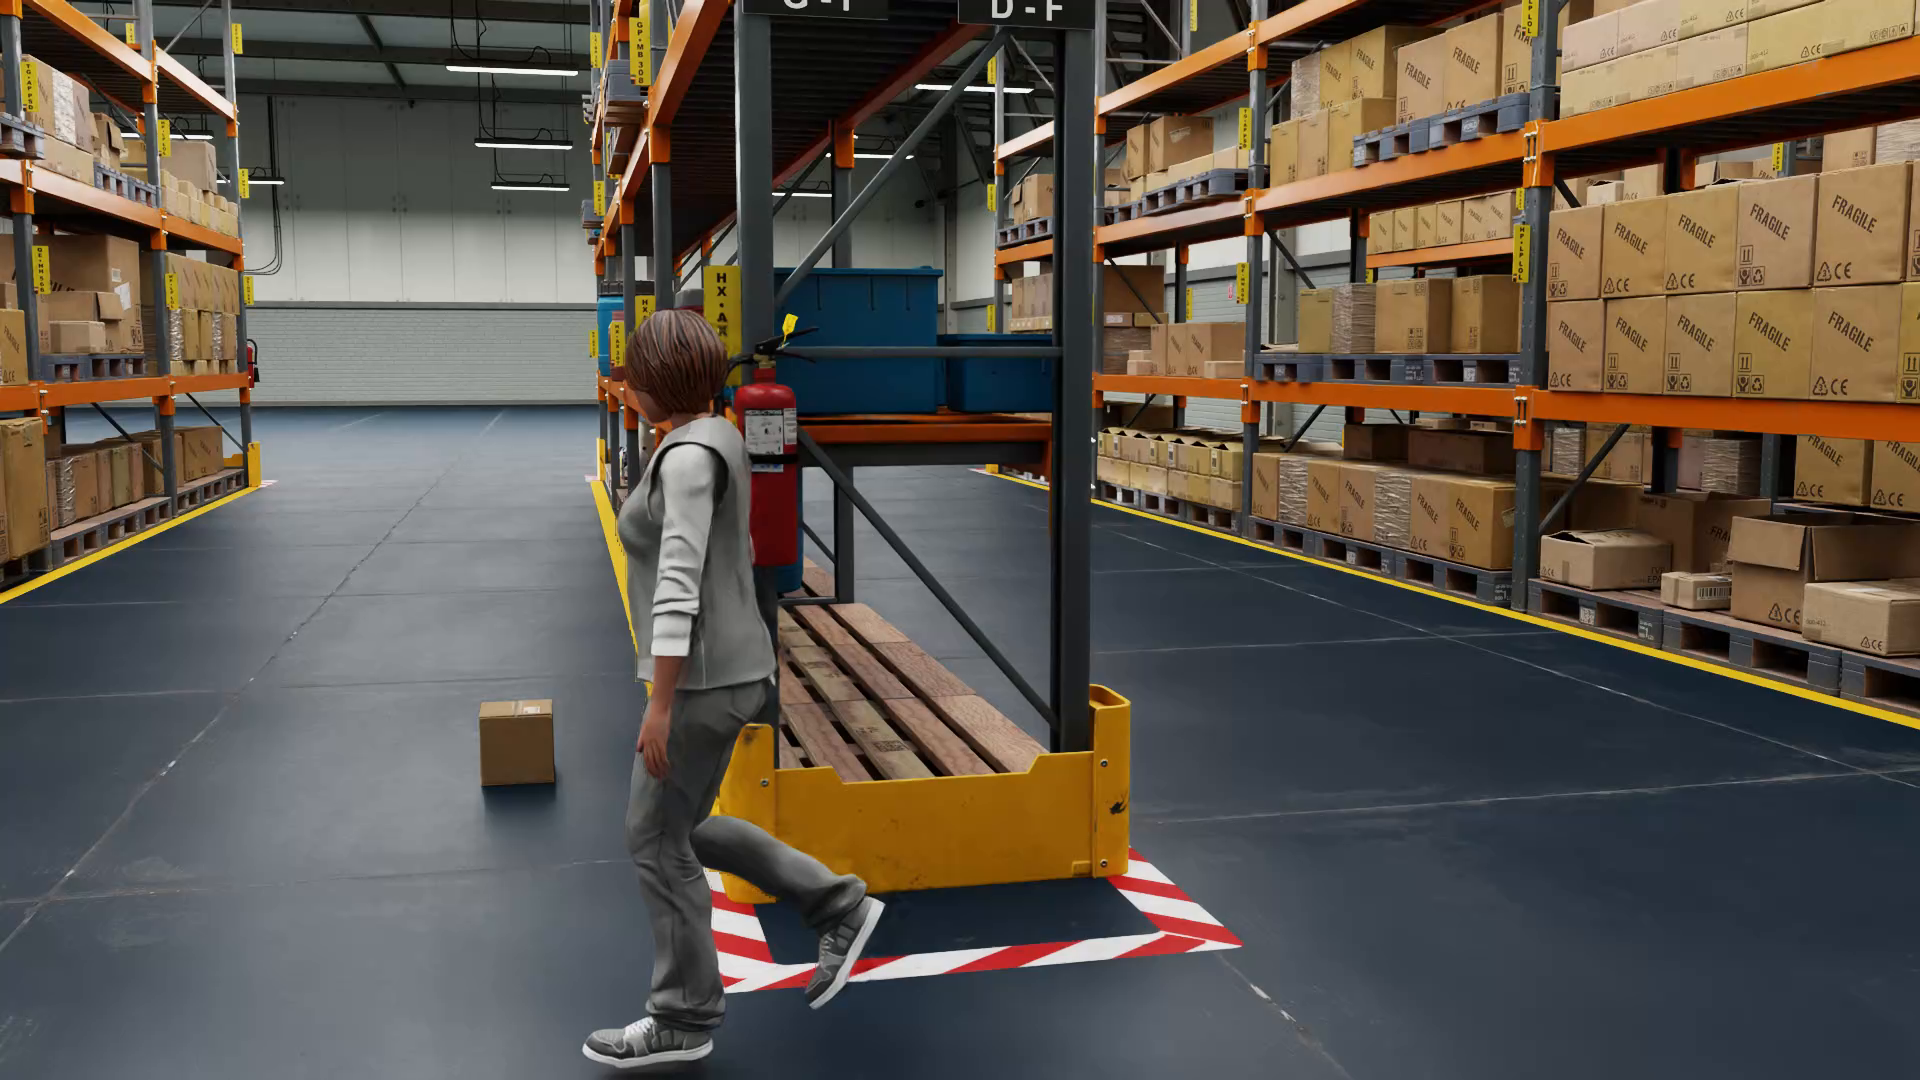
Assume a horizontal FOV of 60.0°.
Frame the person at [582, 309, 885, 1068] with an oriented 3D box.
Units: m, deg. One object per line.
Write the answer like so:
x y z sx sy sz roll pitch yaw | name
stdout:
-0.478 0.312 3.502 0.630 1.558 0.499 0 6 -1 | person
